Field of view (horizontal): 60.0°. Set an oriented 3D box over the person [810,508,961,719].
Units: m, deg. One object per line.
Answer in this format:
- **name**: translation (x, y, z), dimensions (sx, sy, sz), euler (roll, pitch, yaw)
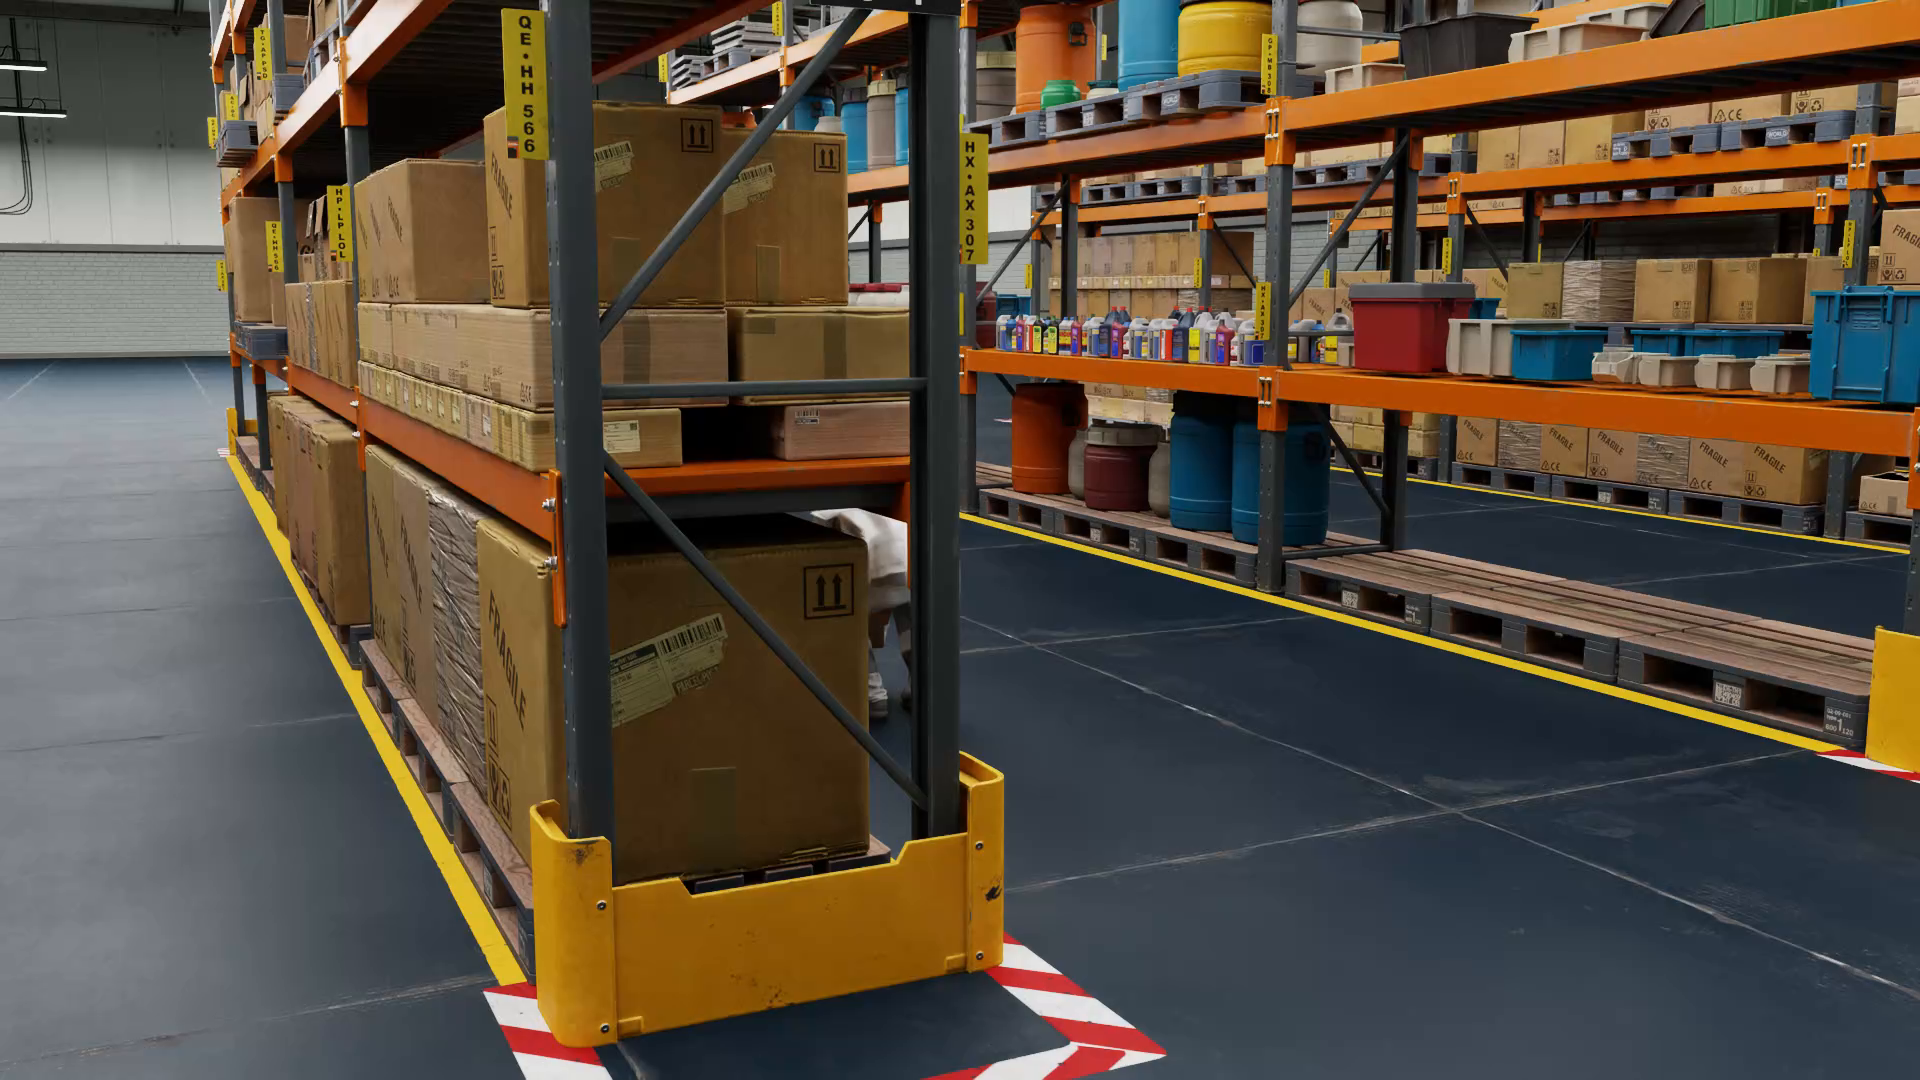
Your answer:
- **person**: translation (-0.350, 0.219, 7.032), dimensions (0.523, 0.985, 0.935), euler (-4, 10, -28)
